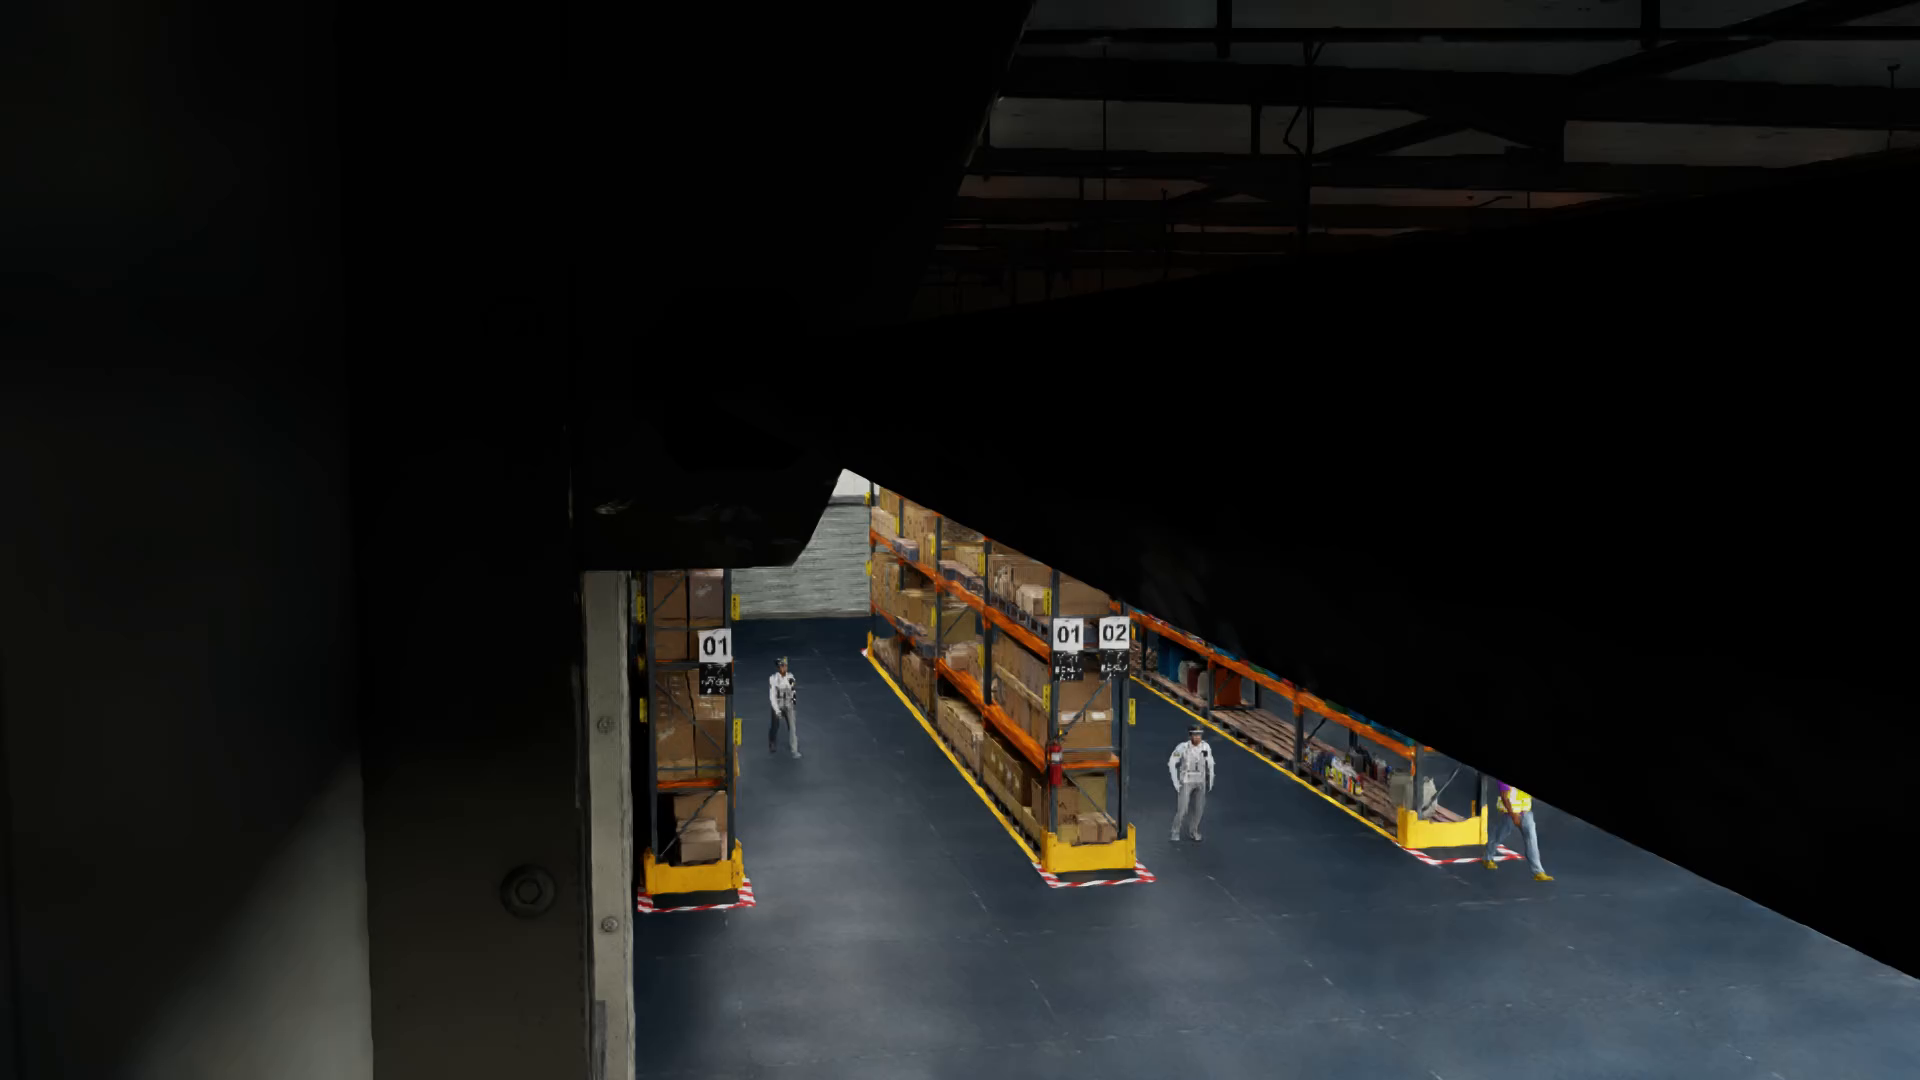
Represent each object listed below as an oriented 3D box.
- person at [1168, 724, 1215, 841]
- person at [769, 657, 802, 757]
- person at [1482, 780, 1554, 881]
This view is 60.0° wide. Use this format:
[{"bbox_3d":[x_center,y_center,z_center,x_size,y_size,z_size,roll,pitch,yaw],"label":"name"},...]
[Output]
[{"bbox_3d":[3.081,3.218,22.145,0.637,1.632,0.512,-1,6,-12],"label":"person"},{"bbox_3d":[-2.883,2.690,27.009,0.483,1.621,0.980,-2,6,-20],"label":"person"},{"bbox_3d":[6.876,3.329,20.560,0.569,1.709,1.035,-2,6,-20],"label":"person"}]
